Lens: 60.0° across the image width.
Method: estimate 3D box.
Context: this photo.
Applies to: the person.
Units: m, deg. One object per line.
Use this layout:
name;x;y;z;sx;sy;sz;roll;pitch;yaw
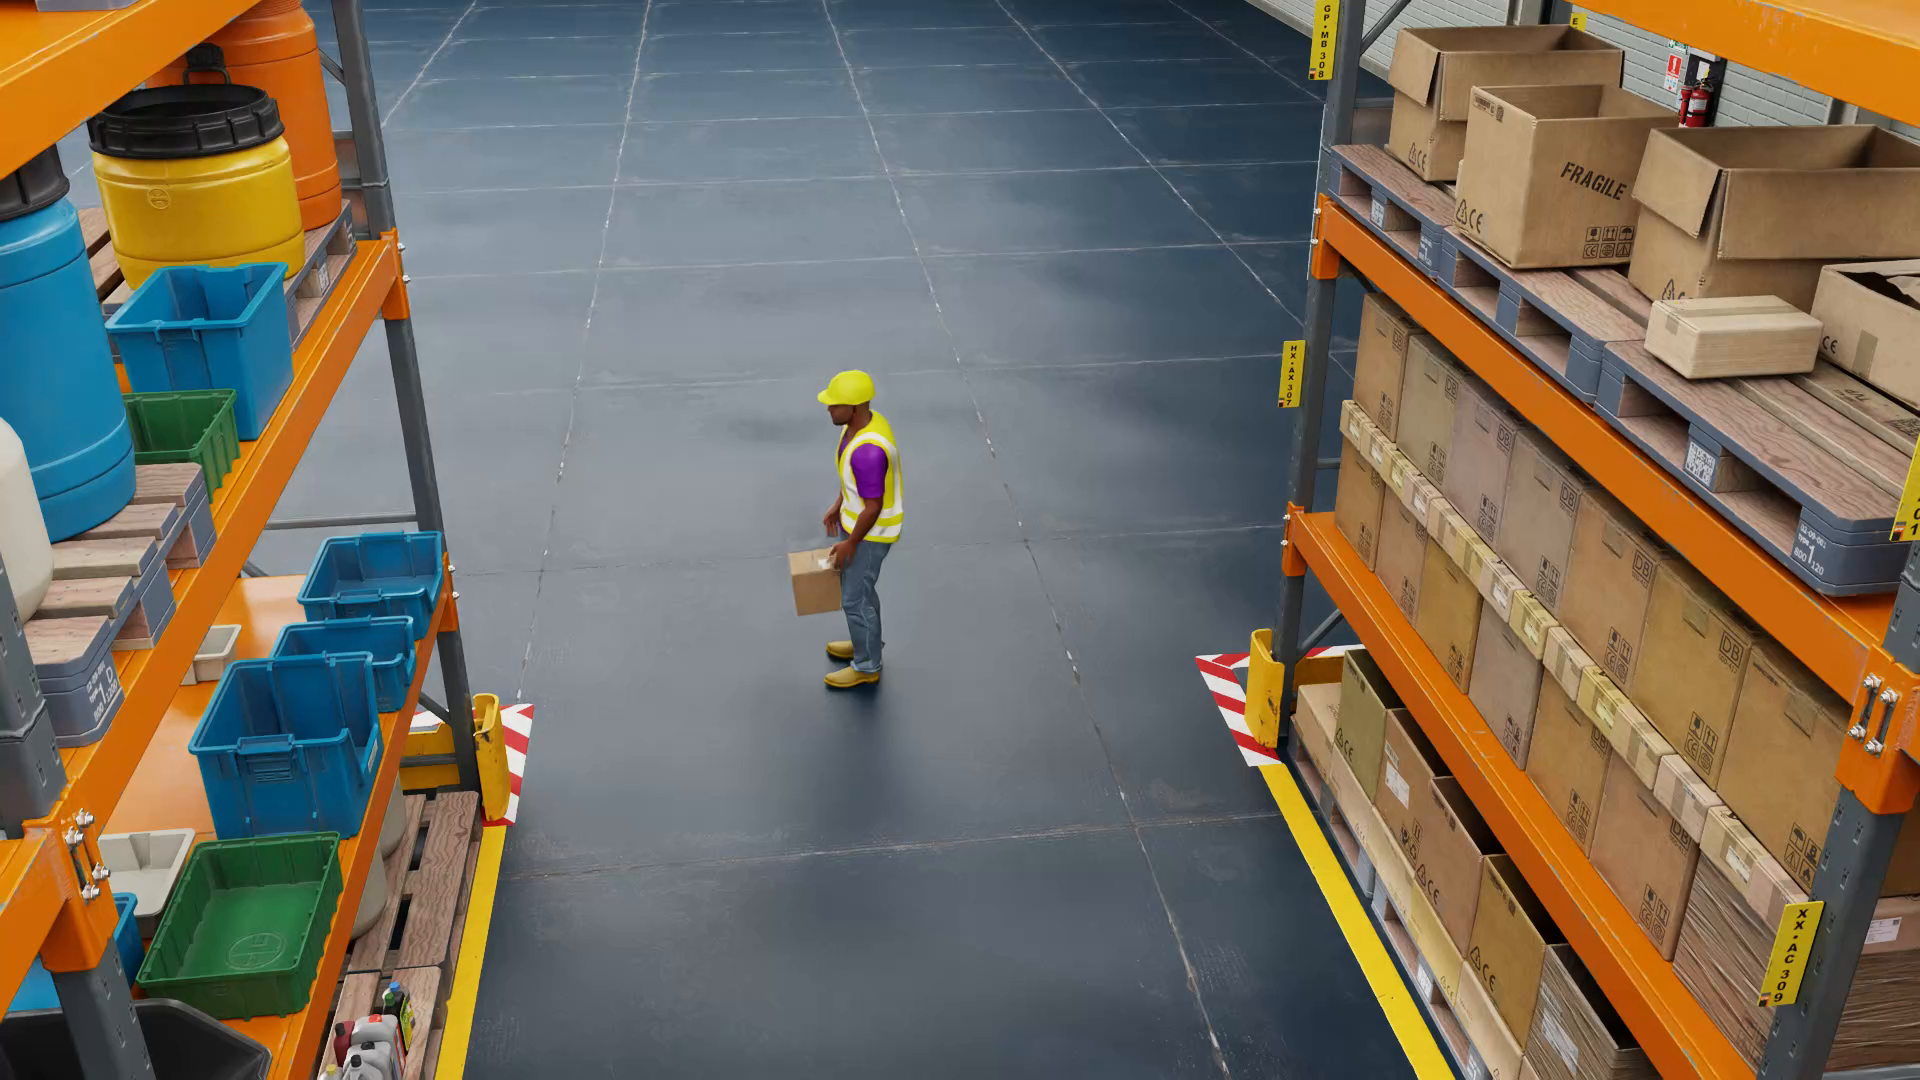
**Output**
person;-0.528;-0.064;8.721;0.457;1.762;0.586;-4;27;-8
